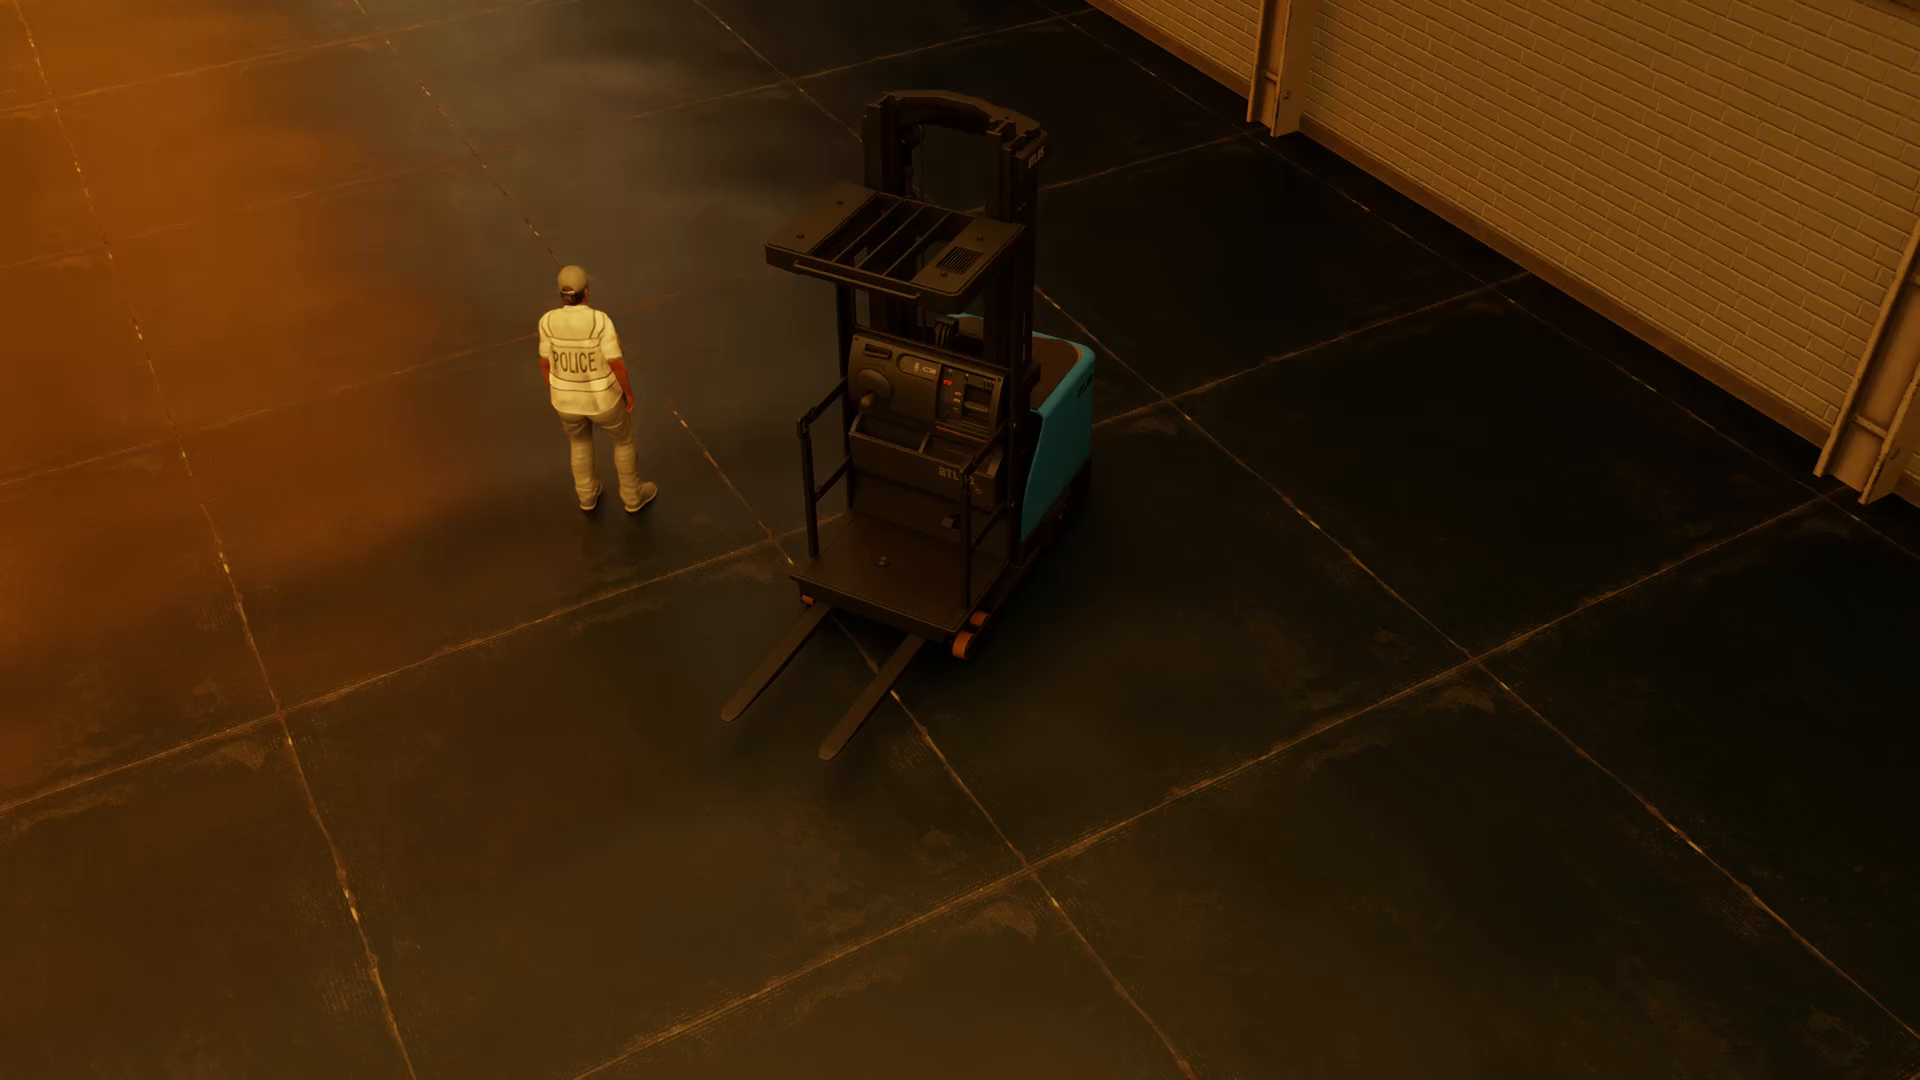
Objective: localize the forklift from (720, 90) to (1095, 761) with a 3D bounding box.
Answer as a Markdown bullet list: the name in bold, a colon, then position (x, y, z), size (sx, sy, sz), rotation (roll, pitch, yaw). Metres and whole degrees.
- **forklift**: position (-0.288, -0.771, 8.965), size (1.130, 2.935, 3.031), rotation (18, 43, 21)

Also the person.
- **person**: position (-2.229, -0.894, 10.108), size (0.550, 1.664, 0.470), rotation (4, 40, 5)
